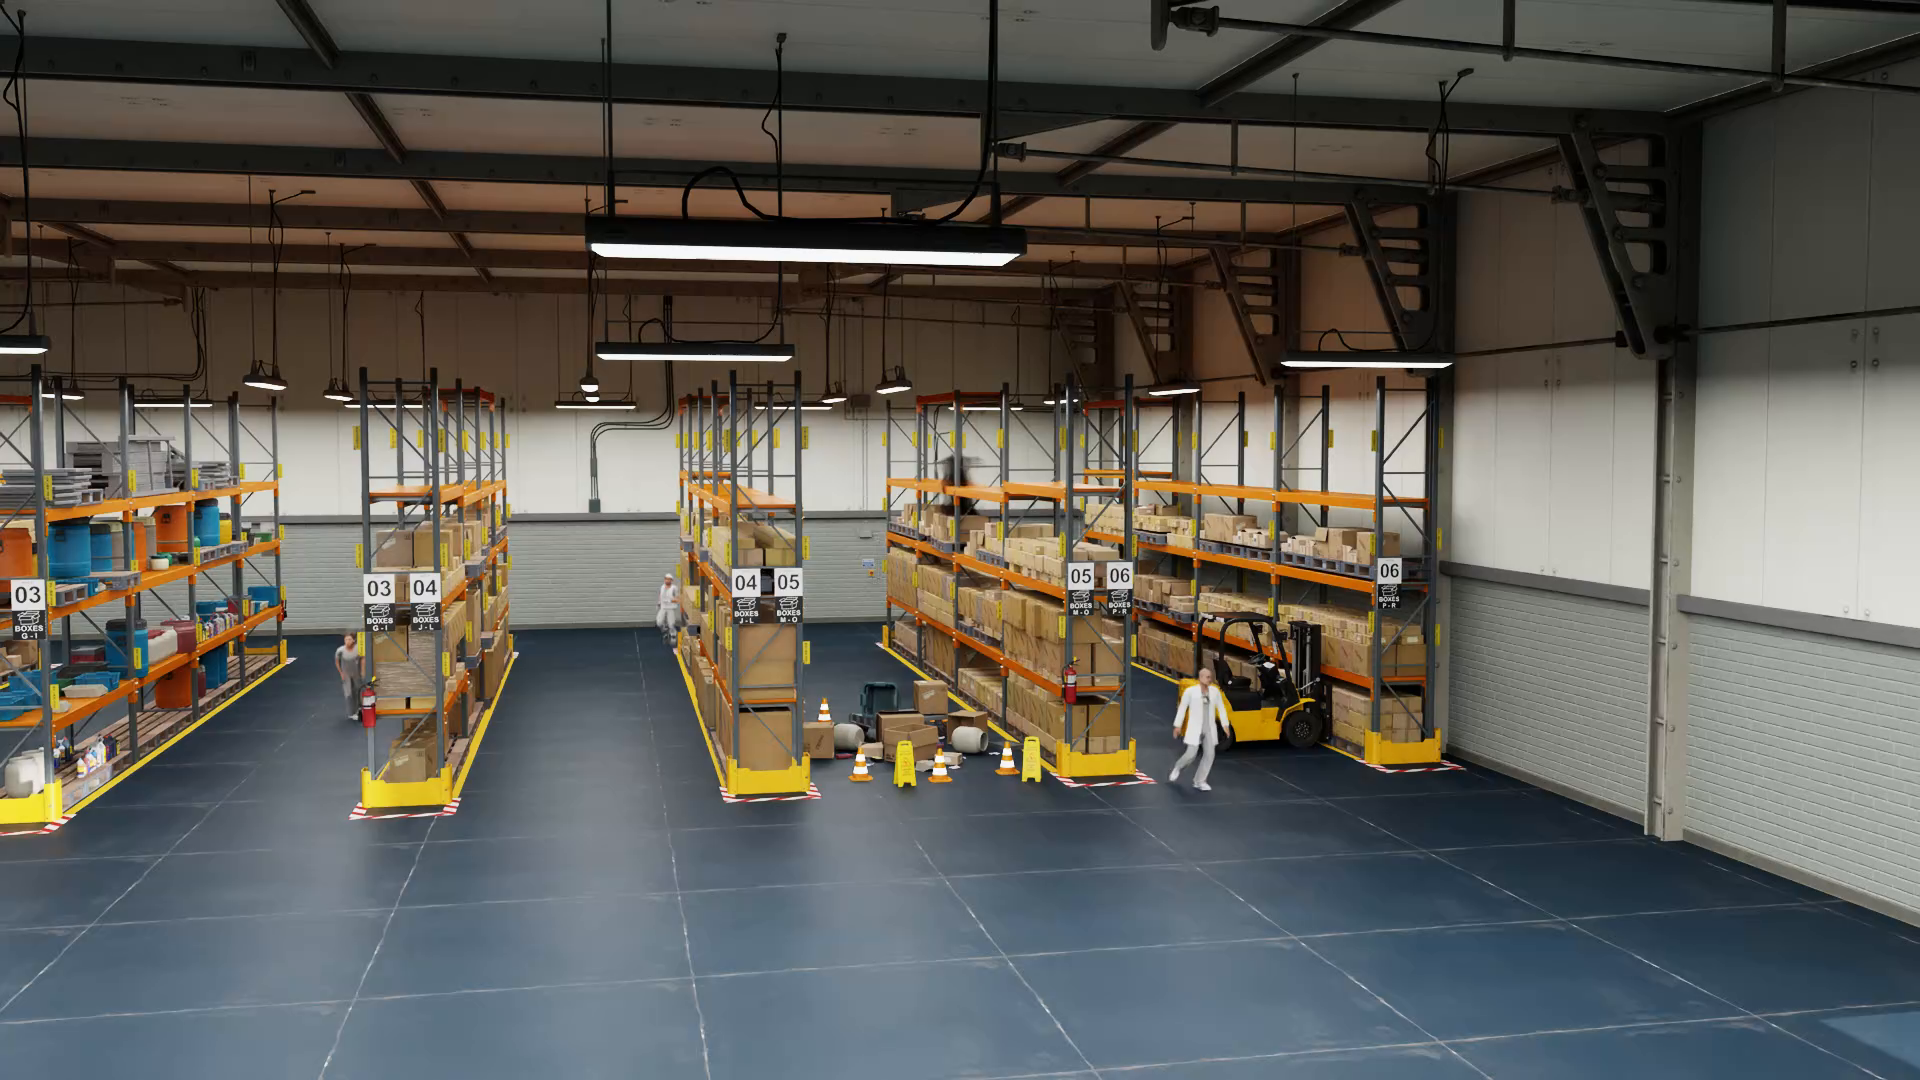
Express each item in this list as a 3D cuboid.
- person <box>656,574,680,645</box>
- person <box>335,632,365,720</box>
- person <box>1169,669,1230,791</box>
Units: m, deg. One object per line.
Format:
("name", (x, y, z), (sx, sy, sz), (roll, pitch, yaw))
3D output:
("person", (-7.145, 1.693, 40.513), (0.650, 1.744, 0.650), (1, 4, 19))
("person", (-10.971, 2.433, 29.922), (0.578, 1.610, 0.724), (-2, 4, -35))
("person", (3.433, 2.703, 23.897), (0.743, 1.747, 0.731), (-1, 4, -15))
